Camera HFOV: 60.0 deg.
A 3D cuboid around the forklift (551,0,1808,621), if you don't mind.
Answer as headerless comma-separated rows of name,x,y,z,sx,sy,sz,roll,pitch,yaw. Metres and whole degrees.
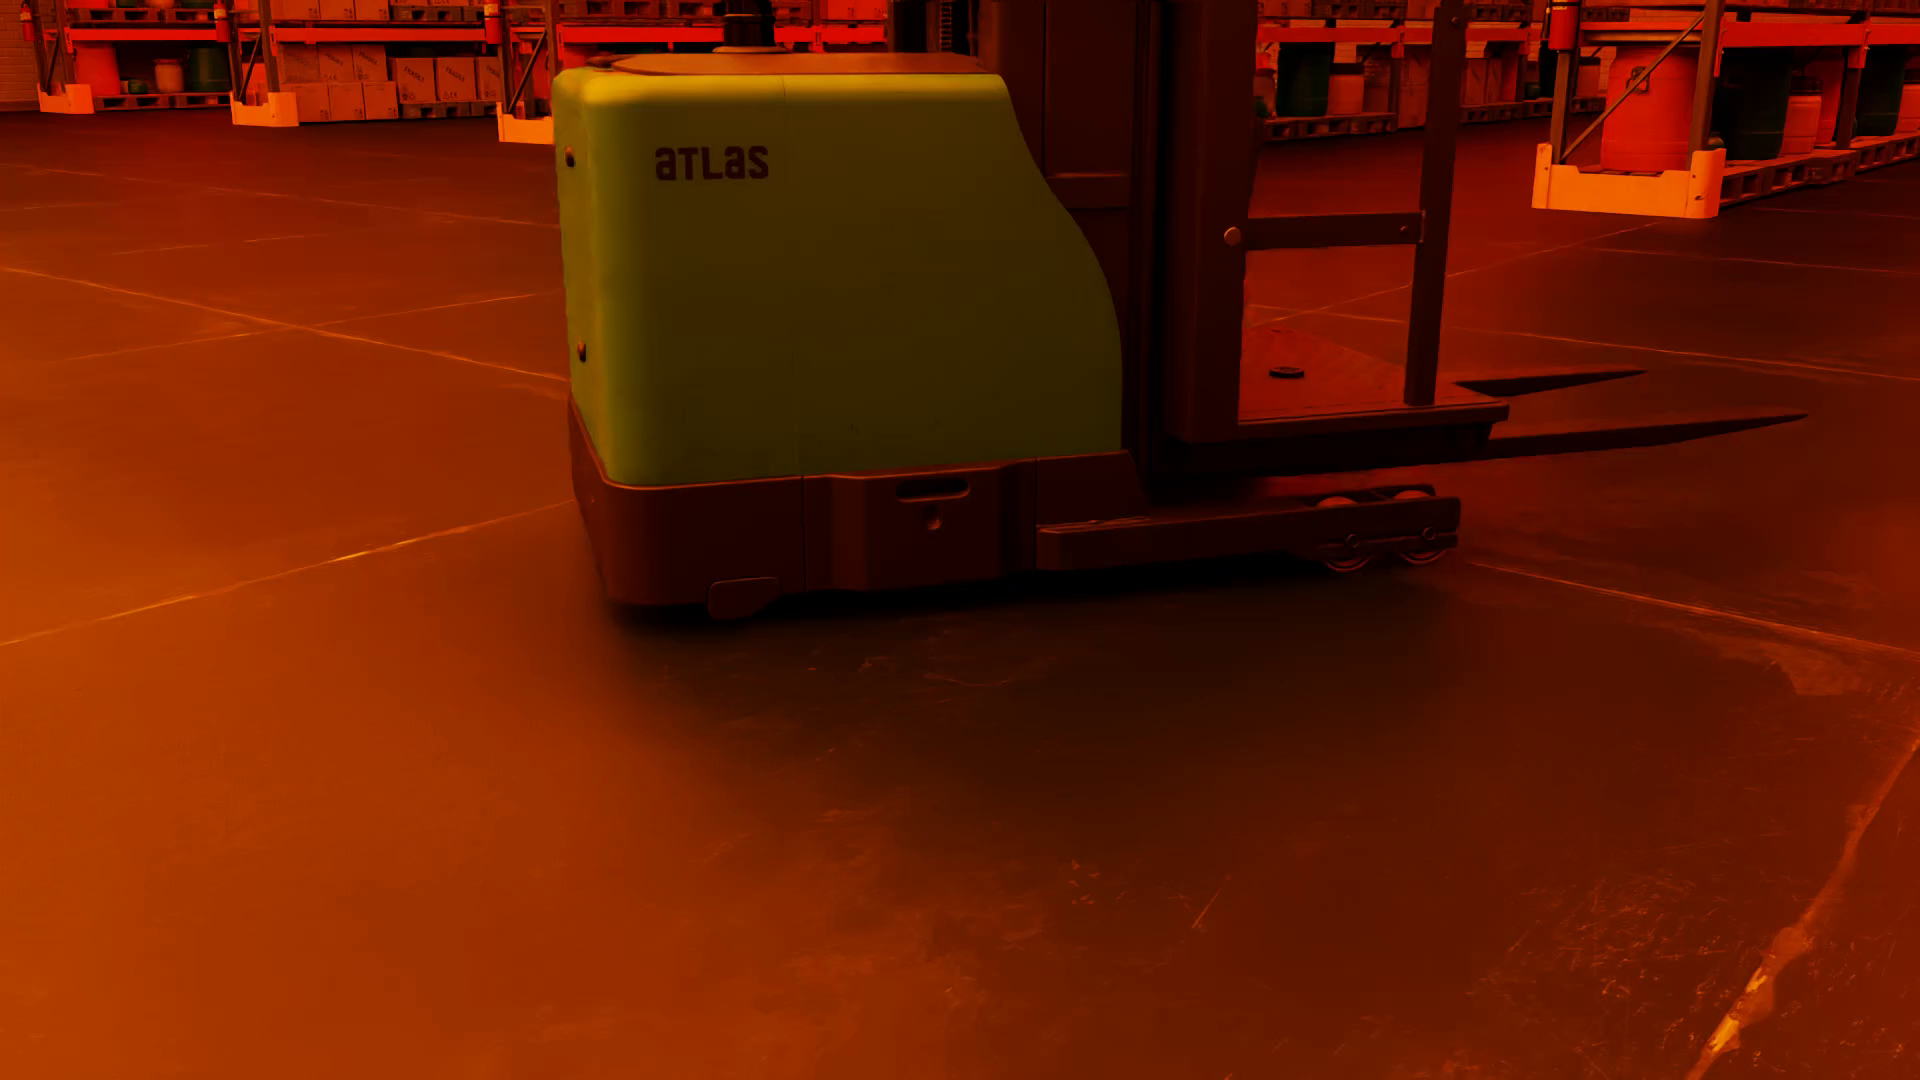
forklift,0.618,-1.472,3.744,3.031,2.935,1.130,-5,18,-17
